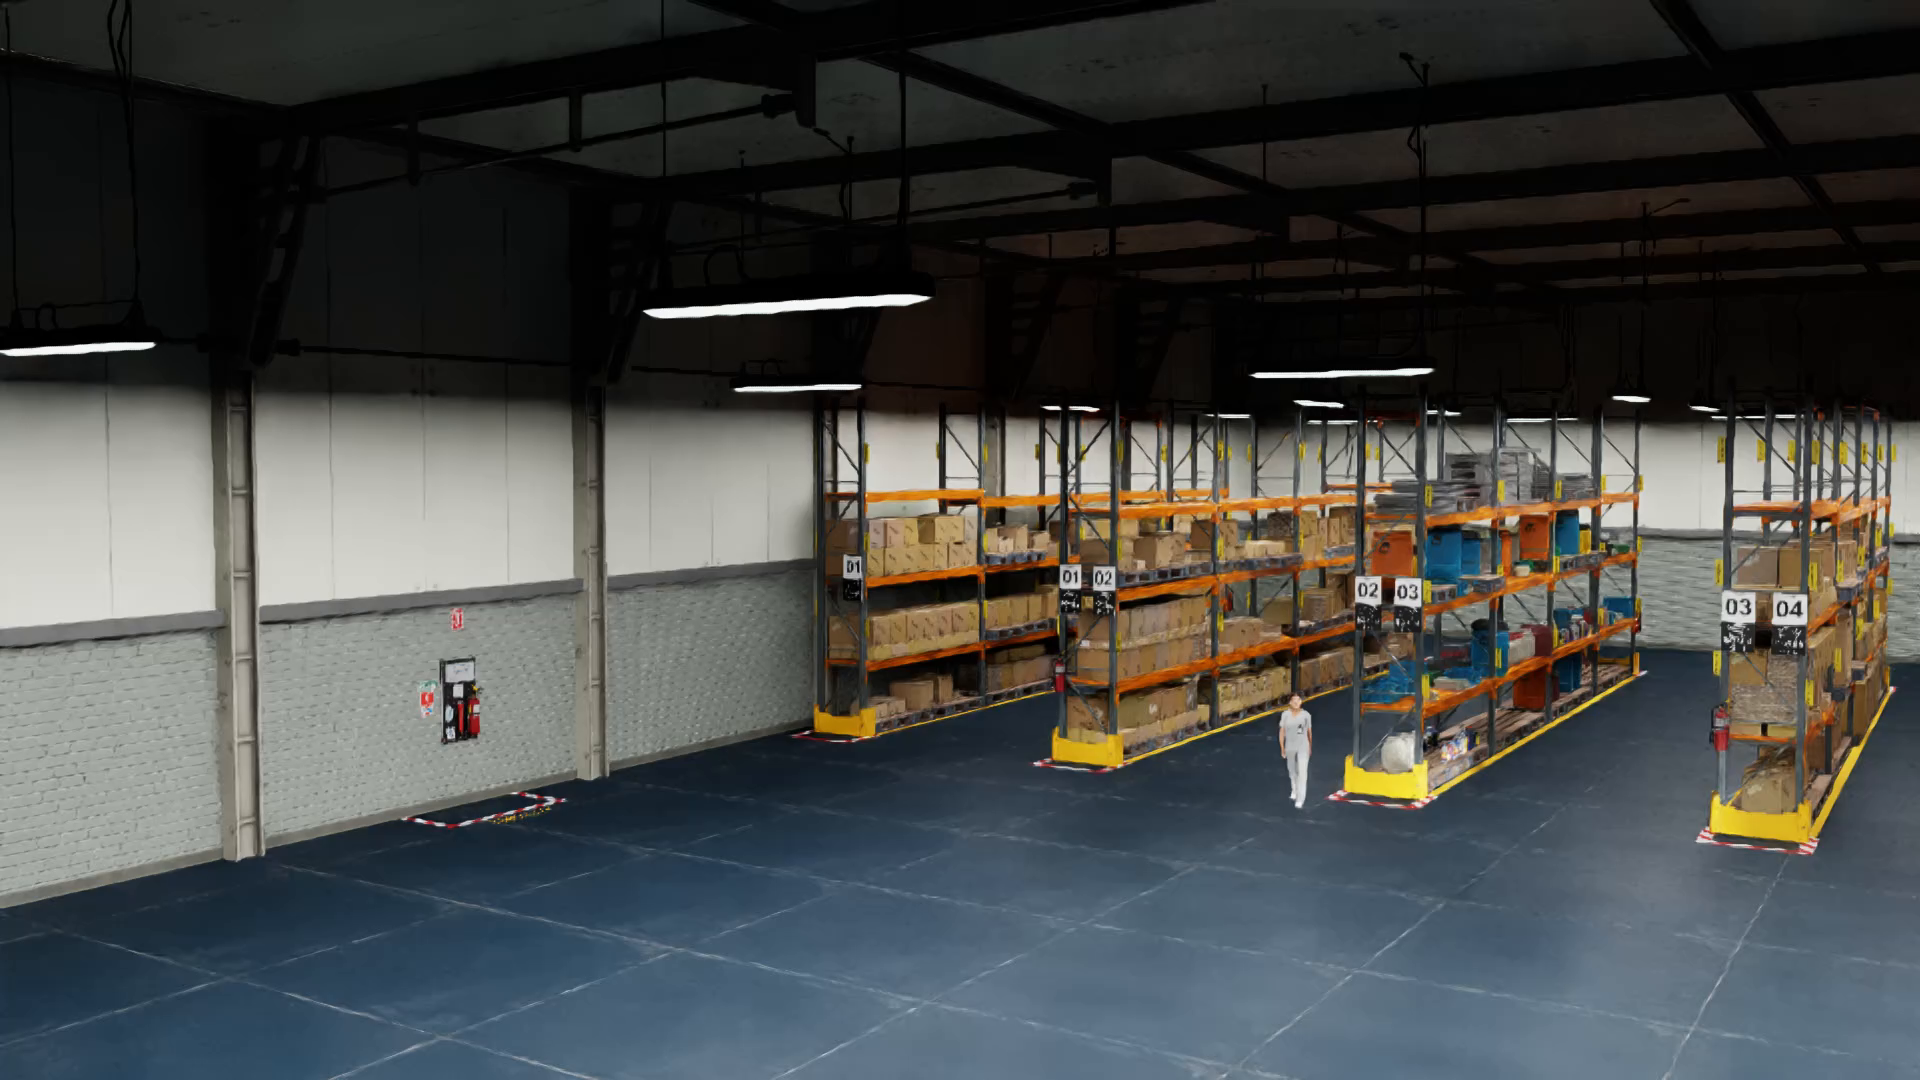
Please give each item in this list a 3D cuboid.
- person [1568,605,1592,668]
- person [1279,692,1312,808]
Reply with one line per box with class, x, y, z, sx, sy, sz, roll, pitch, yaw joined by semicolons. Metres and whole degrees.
person;13.698;2.254;37.025;0.960;1.608;0.502;-2;4;-37
person;4.755;2.945;23.595;0.444;1.604;1.018;1;3;24
